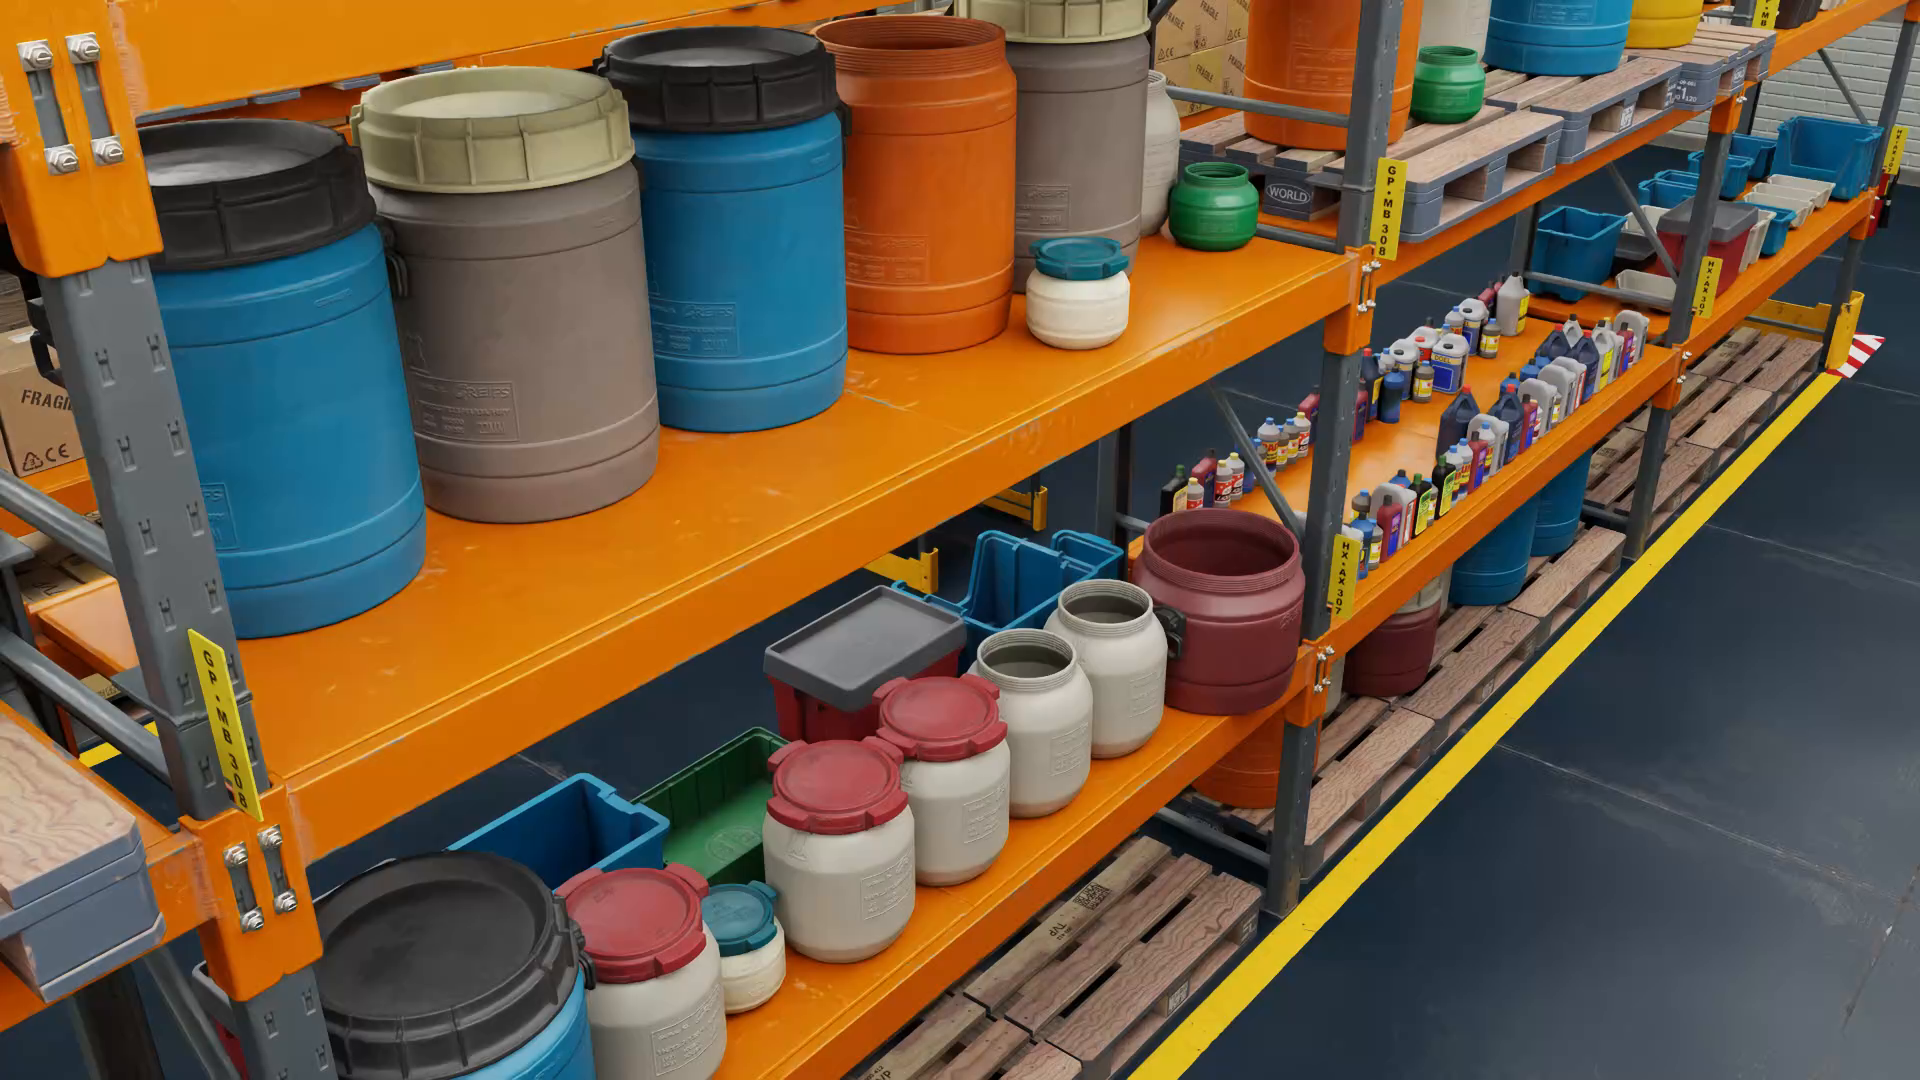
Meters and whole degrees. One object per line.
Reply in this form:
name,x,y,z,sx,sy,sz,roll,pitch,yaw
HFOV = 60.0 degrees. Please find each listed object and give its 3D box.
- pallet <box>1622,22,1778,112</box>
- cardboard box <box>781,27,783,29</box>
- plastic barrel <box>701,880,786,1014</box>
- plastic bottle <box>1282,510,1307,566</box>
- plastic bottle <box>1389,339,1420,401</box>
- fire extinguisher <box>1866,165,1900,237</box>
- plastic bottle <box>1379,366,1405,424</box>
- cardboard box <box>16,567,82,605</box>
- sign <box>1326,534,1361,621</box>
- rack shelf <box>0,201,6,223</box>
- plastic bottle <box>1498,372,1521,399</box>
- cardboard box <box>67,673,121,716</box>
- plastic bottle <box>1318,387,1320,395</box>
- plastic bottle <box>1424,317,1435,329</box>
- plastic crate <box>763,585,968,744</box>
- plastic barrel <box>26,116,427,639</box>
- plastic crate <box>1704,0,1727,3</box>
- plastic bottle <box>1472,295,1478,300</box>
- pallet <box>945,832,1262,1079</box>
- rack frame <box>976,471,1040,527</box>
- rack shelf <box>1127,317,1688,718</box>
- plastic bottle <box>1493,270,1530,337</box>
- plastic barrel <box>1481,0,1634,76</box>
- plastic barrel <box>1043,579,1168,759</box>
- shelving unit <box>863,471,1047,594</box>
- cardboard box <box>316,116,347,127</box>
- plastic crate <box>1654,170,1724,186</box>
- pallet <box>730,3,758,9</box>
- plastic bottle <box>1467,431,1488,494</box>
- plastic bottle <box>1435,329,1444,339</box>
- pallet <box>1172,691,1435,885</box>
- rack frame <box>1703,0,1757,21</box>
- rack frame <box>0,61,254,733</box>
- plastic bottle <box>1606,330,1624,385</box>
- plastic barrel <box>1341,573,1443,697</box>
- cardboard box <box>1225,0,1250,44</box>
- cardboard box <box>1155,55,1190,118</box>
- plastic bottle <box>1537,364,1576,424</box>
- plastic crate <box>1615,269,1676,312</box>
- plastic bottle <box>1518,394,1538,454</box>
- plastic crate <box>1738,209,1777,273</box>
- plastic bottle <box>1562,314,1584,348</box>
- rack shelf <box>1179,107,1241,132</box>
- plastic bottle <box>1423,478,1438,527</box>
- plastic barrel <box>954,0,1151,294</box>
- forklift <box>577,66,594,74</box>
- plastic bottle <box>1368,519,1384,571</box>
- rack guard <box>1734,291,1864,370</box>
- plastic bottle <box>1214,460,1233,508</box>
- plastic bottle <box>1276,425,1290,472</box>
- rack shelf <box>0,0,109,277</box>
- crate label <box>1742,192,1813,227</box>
pallet,3.084,-2.310,7.891,1.213,0.211,1.003,21,34,34
cardboard box,-2.364,-5.370,16.539,0.980,0.700,0.700,20,34,34
plastic barrel,-0.621,1.106,4.499,0.301,0.262,0.301,0,27,0
plastic bottle,1.371,0.002,6.616,0.152,0.276,0.135,21,34,34
plastic bottle,2.183,-0.849,8.262,0.152,0.276,0.135,21,34,34
fire extinguisher,6.498,-2.507,11.821,0.296,0.674,0.183,21,34,34
plastic bottle,2.075,-0.703,7.985,0.097,0.271,0.097,0,27,0
cardboard box,-4.295,0.372,7.692,0.500,0.311,0.500,19,33,33
sign,1.392,0.136,6.044,0.100,0.325,0.005,21,34,34
rack shelf,-7.953,-1.816,10.780,1.077,0.370,4.000,21,34,34
plastic bottle,2.612,-0.668,7.917,0.097,0.271,0.097,0,27,0
cardboard box,-4.300,0.618,7.825,0.500,0.250,0.500,20,33,33
plastic bottle,1.752,-0.645,7.786,0.144,0.351,0.185,21,34,34
plastic bottle,2.380,-0.996,8.537,0.061,0.283,0.133,21,34,34
plastic crate,-0.301,0.506,5.439,0.402,0.464,0.583,21,34,34
plastic barrel,-1.425,-0.330,3.313,0.600,0.901,0.708,21,34,34
plastic crate,4.404,-3.370,9.864,0.437,0.282,0.530,21,34,34
plastic bottle,2.739,-1.177,8.901,0.097,0.271,0.097,0,27,0
pallet,0.441,1.552,6.520,1.003,0.211,1.213,21,34,34
rack frame,0.269,-0.816,9.695,0.500,1.500,0.032,21,34,34
rack shelf,2.235,-0.339,7.924,1.077,0.370,4.000,21,34,34
plastic bottle,3.008,-1.301,9.055,0.144,0.351,0.185,21,34,34
plastic barrel,2.540,-2.459,6.972,0.600,0.901,0.708,21,34,34
plastic barrel,0.474,0.428,5.537,0.421,0.512,0.421,0,27,0
shelving unit,-0.048,-0.639,9.353,0.587,1.500,1.083,21,34,34
cardboard box,-5.153,-3.429,13.366,0.380,0.149,0.250,22,35,36
plastic crate,4.803,-2.280,11.010,0.416,0.233,0.300,21,34,34
pallet,-1.438,-3.486,10.164,1.213,0.211,1.003,21,34,34
plastic bottle,2.258,-0.353,7.295,0.061,0.283,0.133,21,34,34
plastic bottle,2.468,-0.995,8.625,0.097,0.201,0.097,0,27,0
pallet,1.433,0.997,7.593,1.003,0.211,1.213,21,34,34
rack frame,3.508,-4.032,7.751,1.000,3.000,0.127,21,34,34
rack frame,-1.581,-1.196,2.268,1.000,3.000,0.127,21,34,34
plastic bottle,3.274,-0.949,8.455,0.152,0.276,0.135,21,34,34
plastic barrel,1.980,0.356,7.964,0.600,0.588,0.708,21,34,34
cardboard box,2.161,-4.485,13.959,0.500,0.500,0.500,20,34,34
cardboard box,1.508,-3.681,13.492,0.500,0.500,0.500,21,34,35
plastic bottle,2.868,-0.722,8.017,0.152,0.276,0.135,21,34,34
plastic crate,3.914,-1.401,9.414,0.396,0.136,0.243,21,34,34
plastic bottle,2.608,-0.548,7.672,0.061,0.283,0.133,21,34,34
plastic crate,4.621,-1.829,10.085,0.437,0.282,0.530,21,34,34
plastic bottle,3.064,-0.966,8.407,0.144,0.351,0.185,21,34,34
rack shelf,0.960,-3.206,13.466,1.077,0.370,4.000,21,34,34
plastic bottle,1.962,-0.165,7.020,0.097,0.201,0.097,0,27,0
plastic barrel,0.273,-1.277,5.143,0.600,0.901,0.600,0,27,0
forklift,-3.239,-2.978,12.317,1.130,2.935,3.031,22,35,36
plastic bottle,1.645,0.012,6.678,0.097,0.201,0.097,0,27,0
rack guard,6.057,-1.688,12.469,1.175,0.500,0.348,21,34,34
plastic bottle,1.126,-0.247,7.179,0.097,0.201,0.097,0,27,0
plastic bottle,1.435,-0.419,7.512,0.097,0.201,0.097,0,27,0
rack shelf,-2.853,0.010,1.155,1.077,0.370,4.000,21,34,34
crate label,5.319,-2.149,10.861,0.396,0.136,0.243,21,34,34
